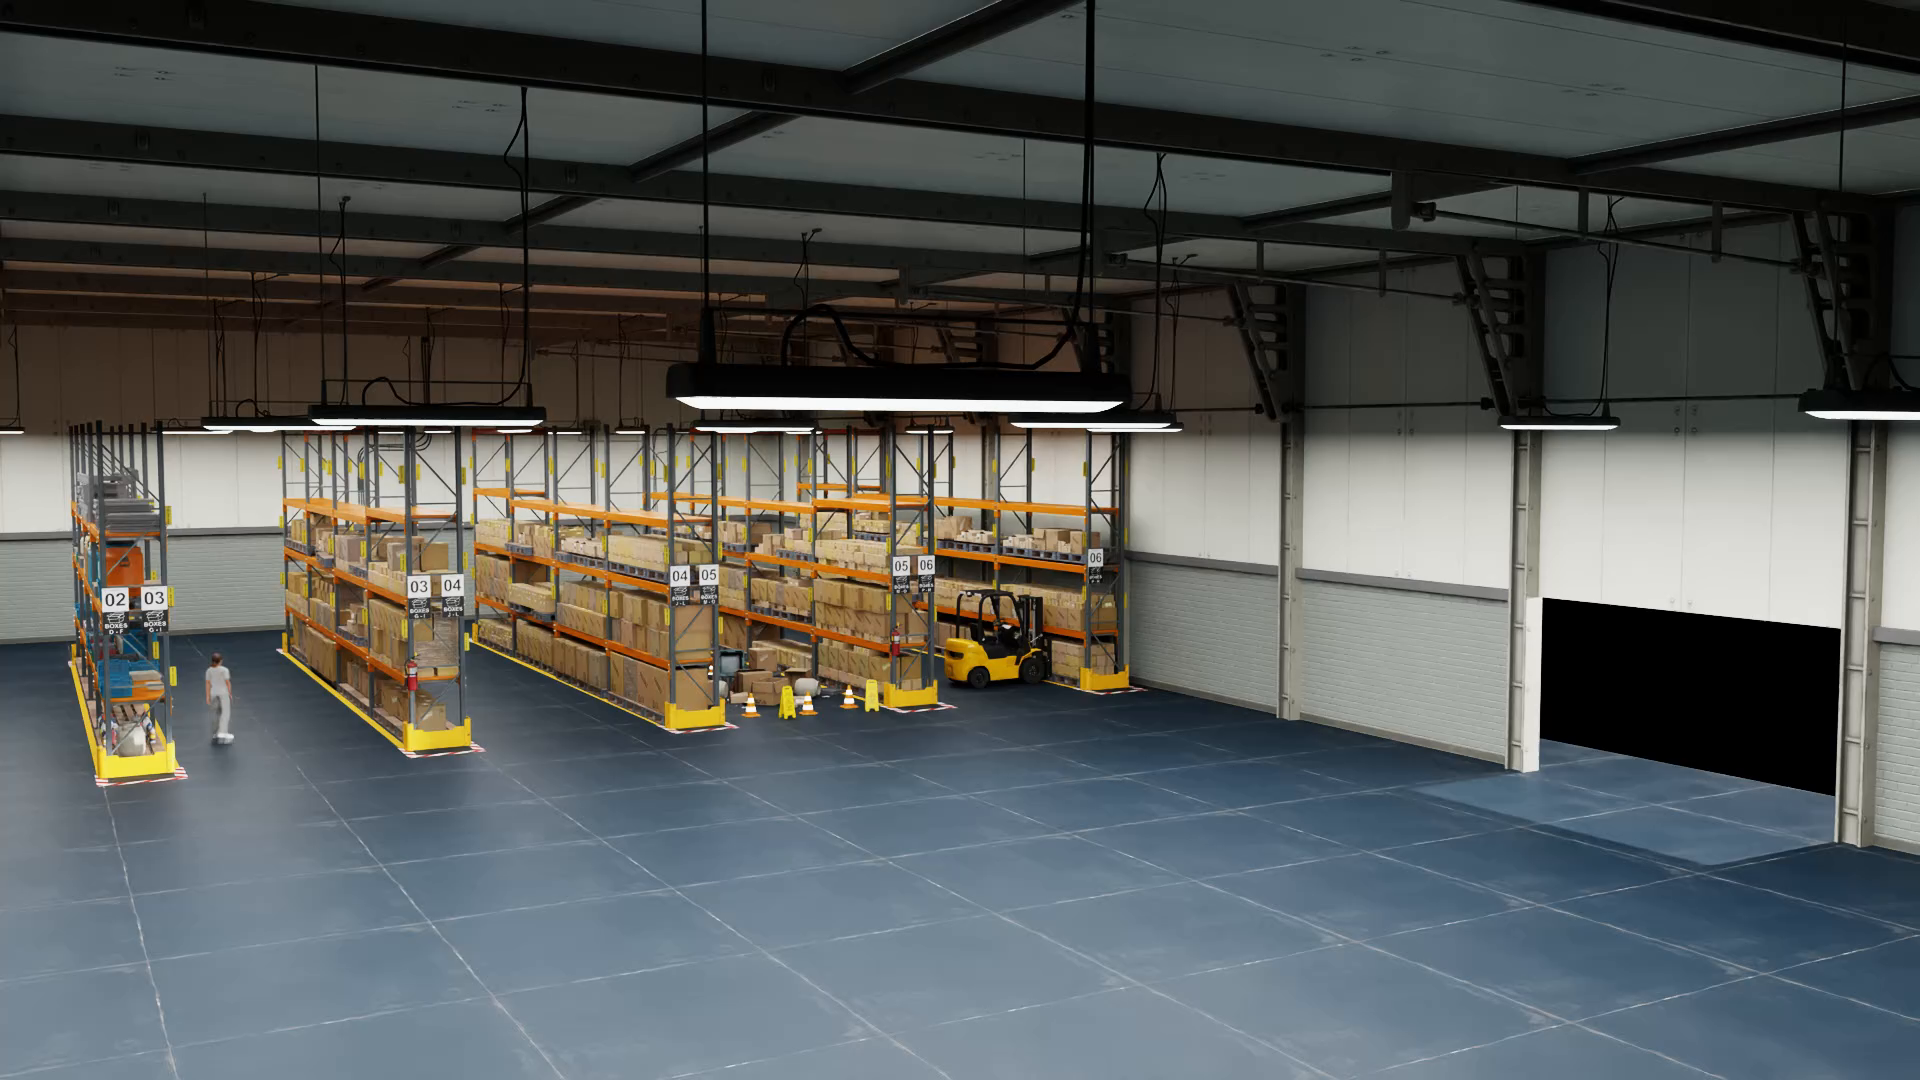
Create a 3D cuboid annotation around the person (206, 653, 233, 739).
[{"bbox_3d":[-13.966,2.957,31.400,0.541,1.643,0.929,-1,4,-11],"label":"person"}]
